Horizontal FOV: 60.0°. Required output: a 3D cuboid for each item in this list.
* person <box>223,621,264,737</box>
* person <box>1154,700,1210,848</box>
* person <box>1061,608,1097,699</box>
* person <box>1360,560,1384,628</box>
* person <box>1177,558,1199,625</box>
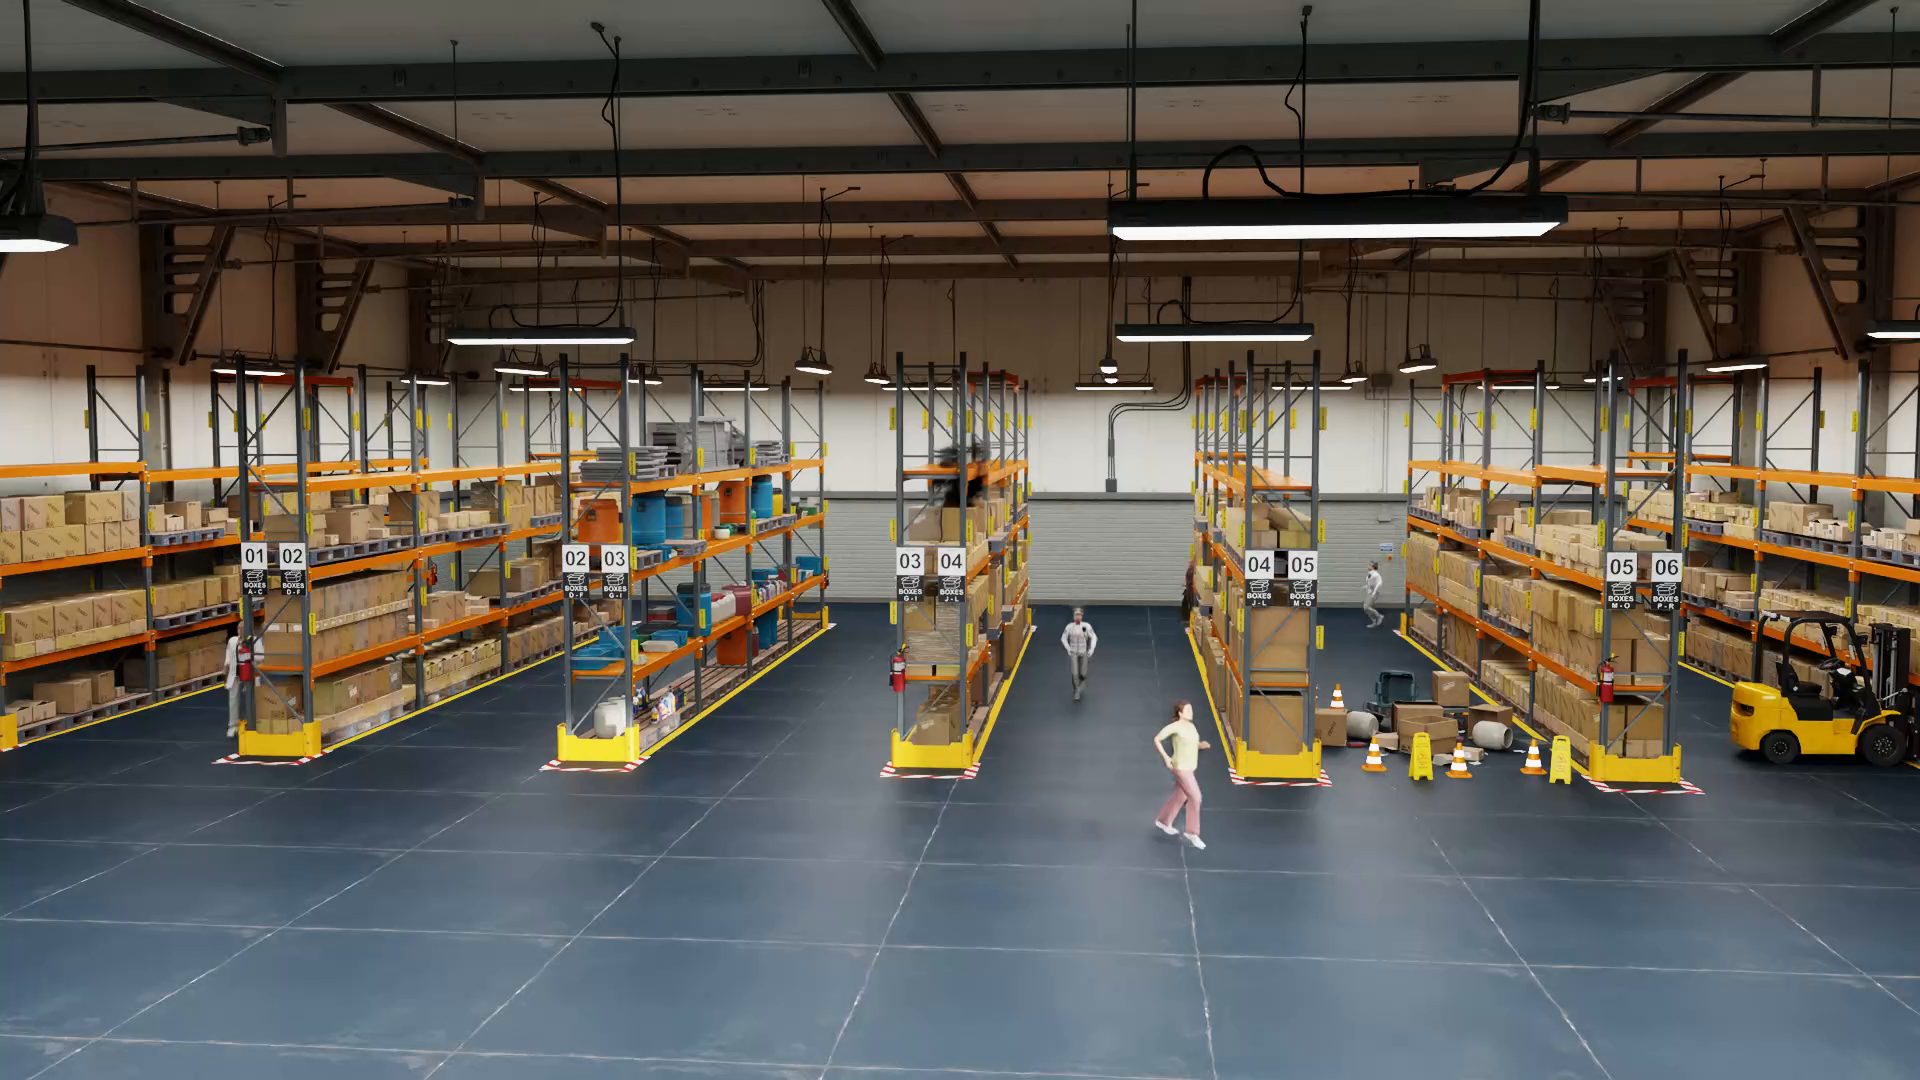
[{"bbox_3d":[-11.488,2.190,26.659,0.686,1.781,1.045,0,4,-3],"label":"person"},{"bbox_3d":[2.631,2.757,19.784,0.756,1.726,0.541,3,5,36],"label":"person"},{"bbox_3d":[2.158,2.038,30.202,0.652,1.655,0.574,0,4,4],"label":"person"},{"bbox_3d":[10.009,1.305,40.448,0.530,1.661,0.633,0,4,5],"label":"person"},{"bbox_3d":[5.774,1.282,40.743,0.867,1.769,0.800,0,4,2],"label":"person"}]
